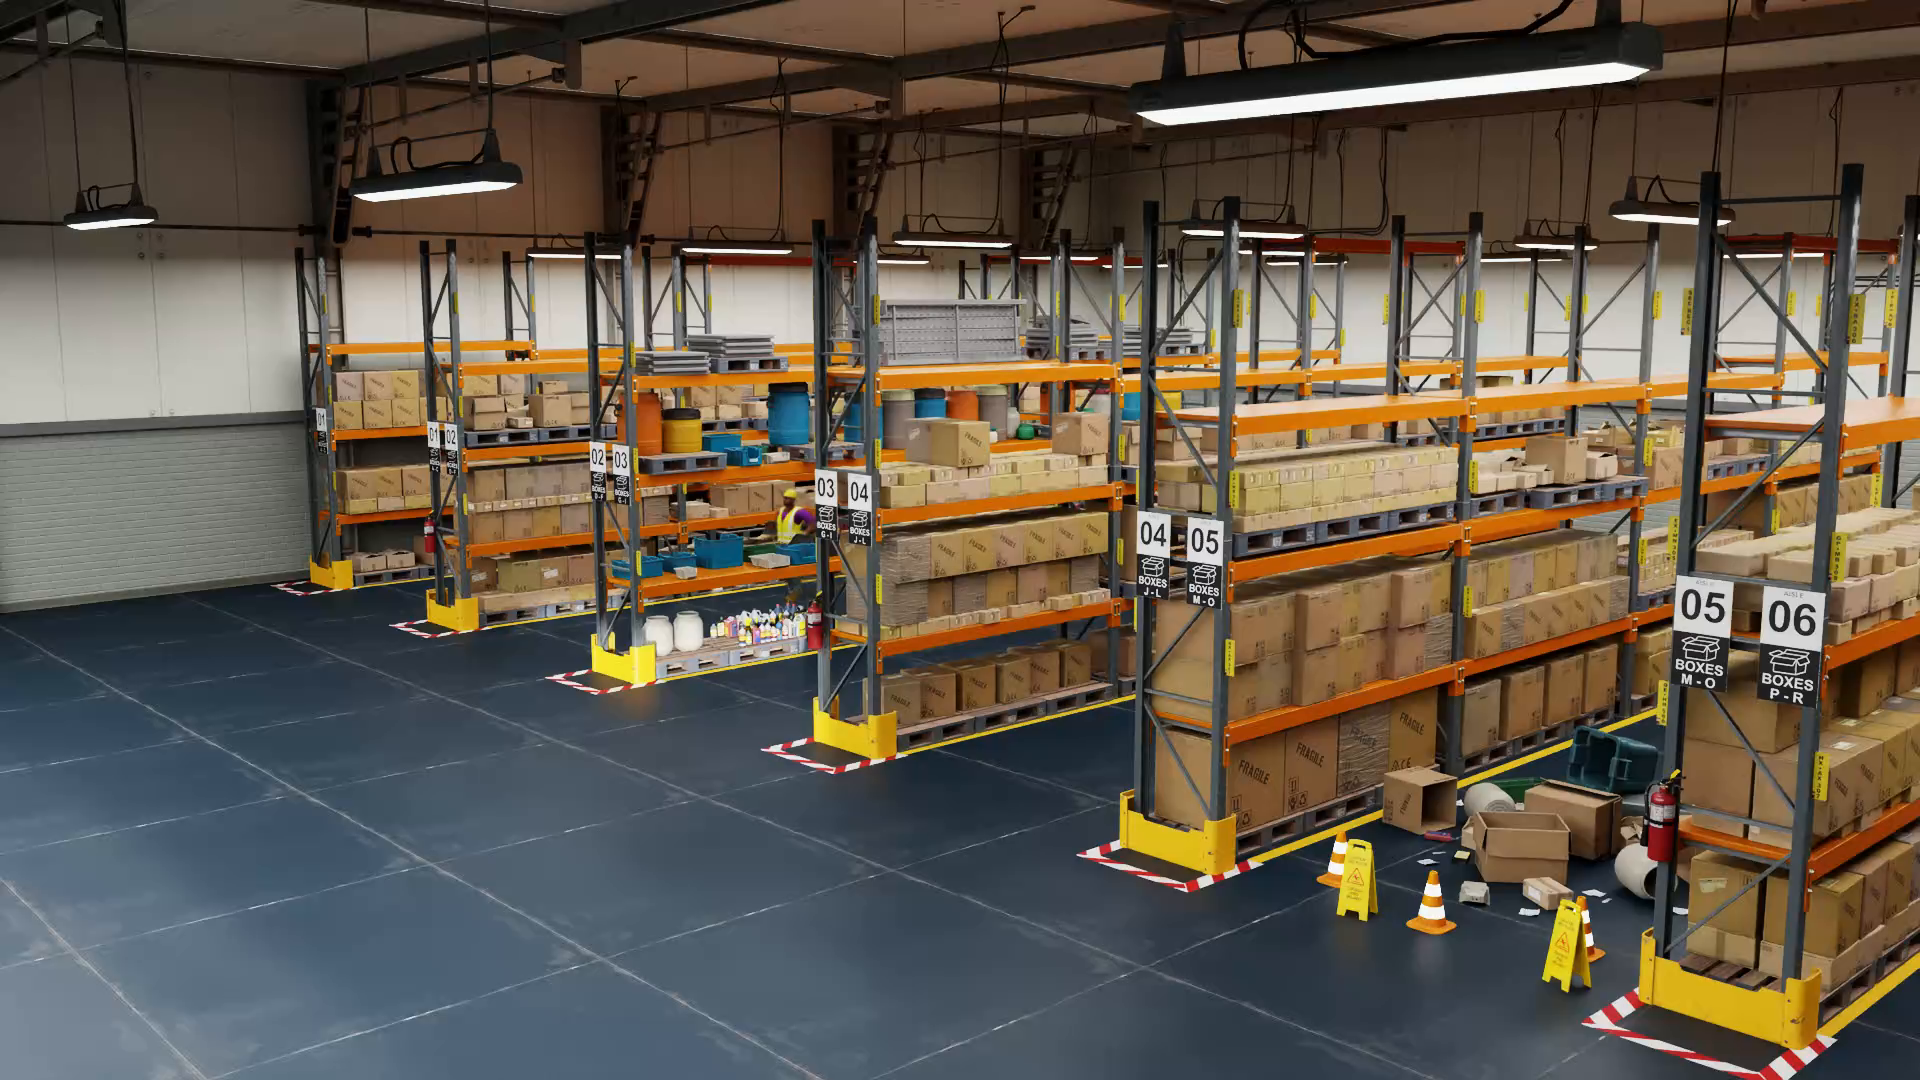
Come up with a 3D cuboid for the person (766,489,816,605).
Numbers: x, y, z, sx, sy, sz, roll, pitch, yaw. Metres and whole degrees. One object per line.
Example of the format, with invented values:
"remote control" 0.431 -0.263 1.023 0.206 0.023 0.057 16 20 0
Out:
"person" -2.762 0.116 26.739 0.676 1.857 0.679 8 12 43
